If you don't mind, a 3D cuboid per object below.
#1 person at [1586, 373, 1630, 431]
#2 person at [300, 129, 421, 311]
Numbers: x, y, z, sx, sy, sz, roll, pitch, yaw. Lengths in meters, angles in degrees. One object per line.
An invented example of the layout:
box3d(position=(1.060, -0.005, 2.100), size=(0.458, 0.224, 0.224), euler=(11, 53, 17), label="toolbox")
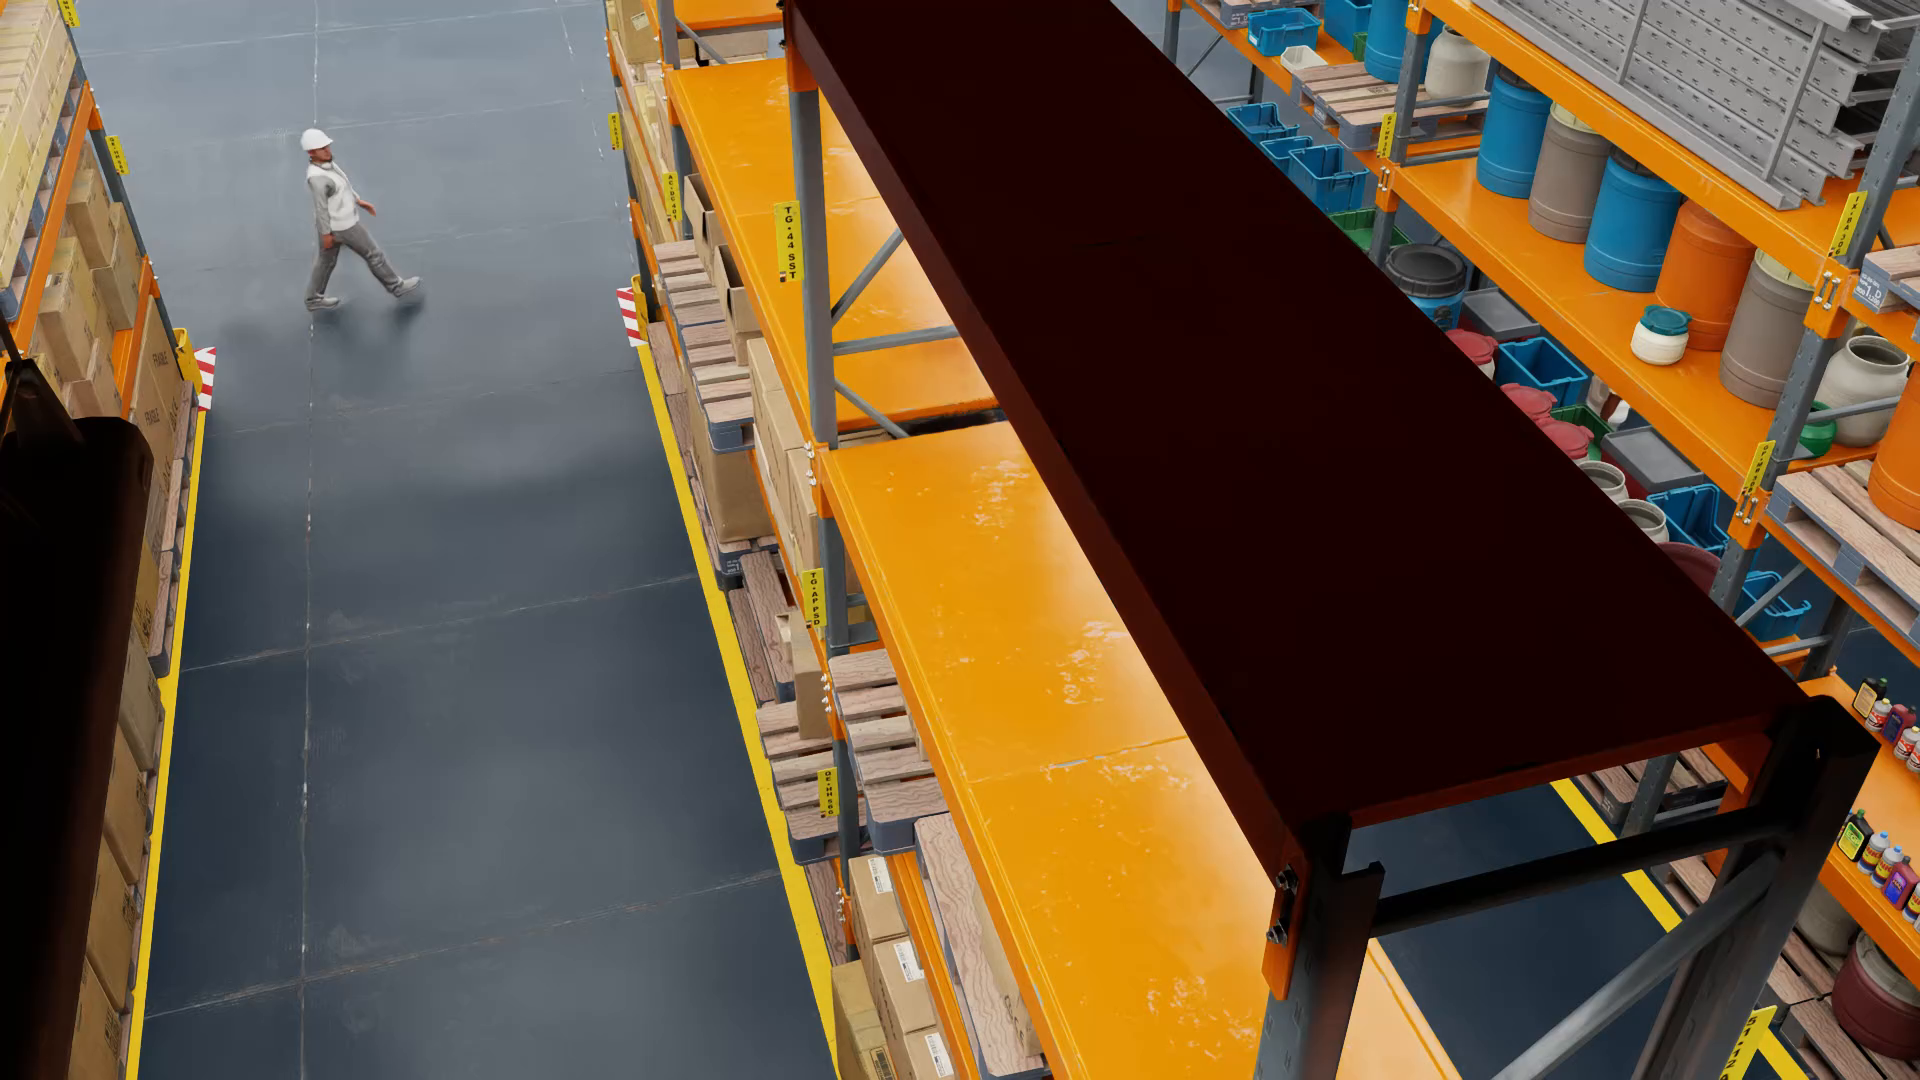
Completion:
box3d(position=(4.892, -0.985, 12.703), size=(0.422, 1.823, 0.605), euler=(15, 41, 18), label="person")
box3d(position=(-5.621, -2.936, 15.131), size=(1.042, 1.726, 0.474), euler=(-29, 47, -31), label="person")
